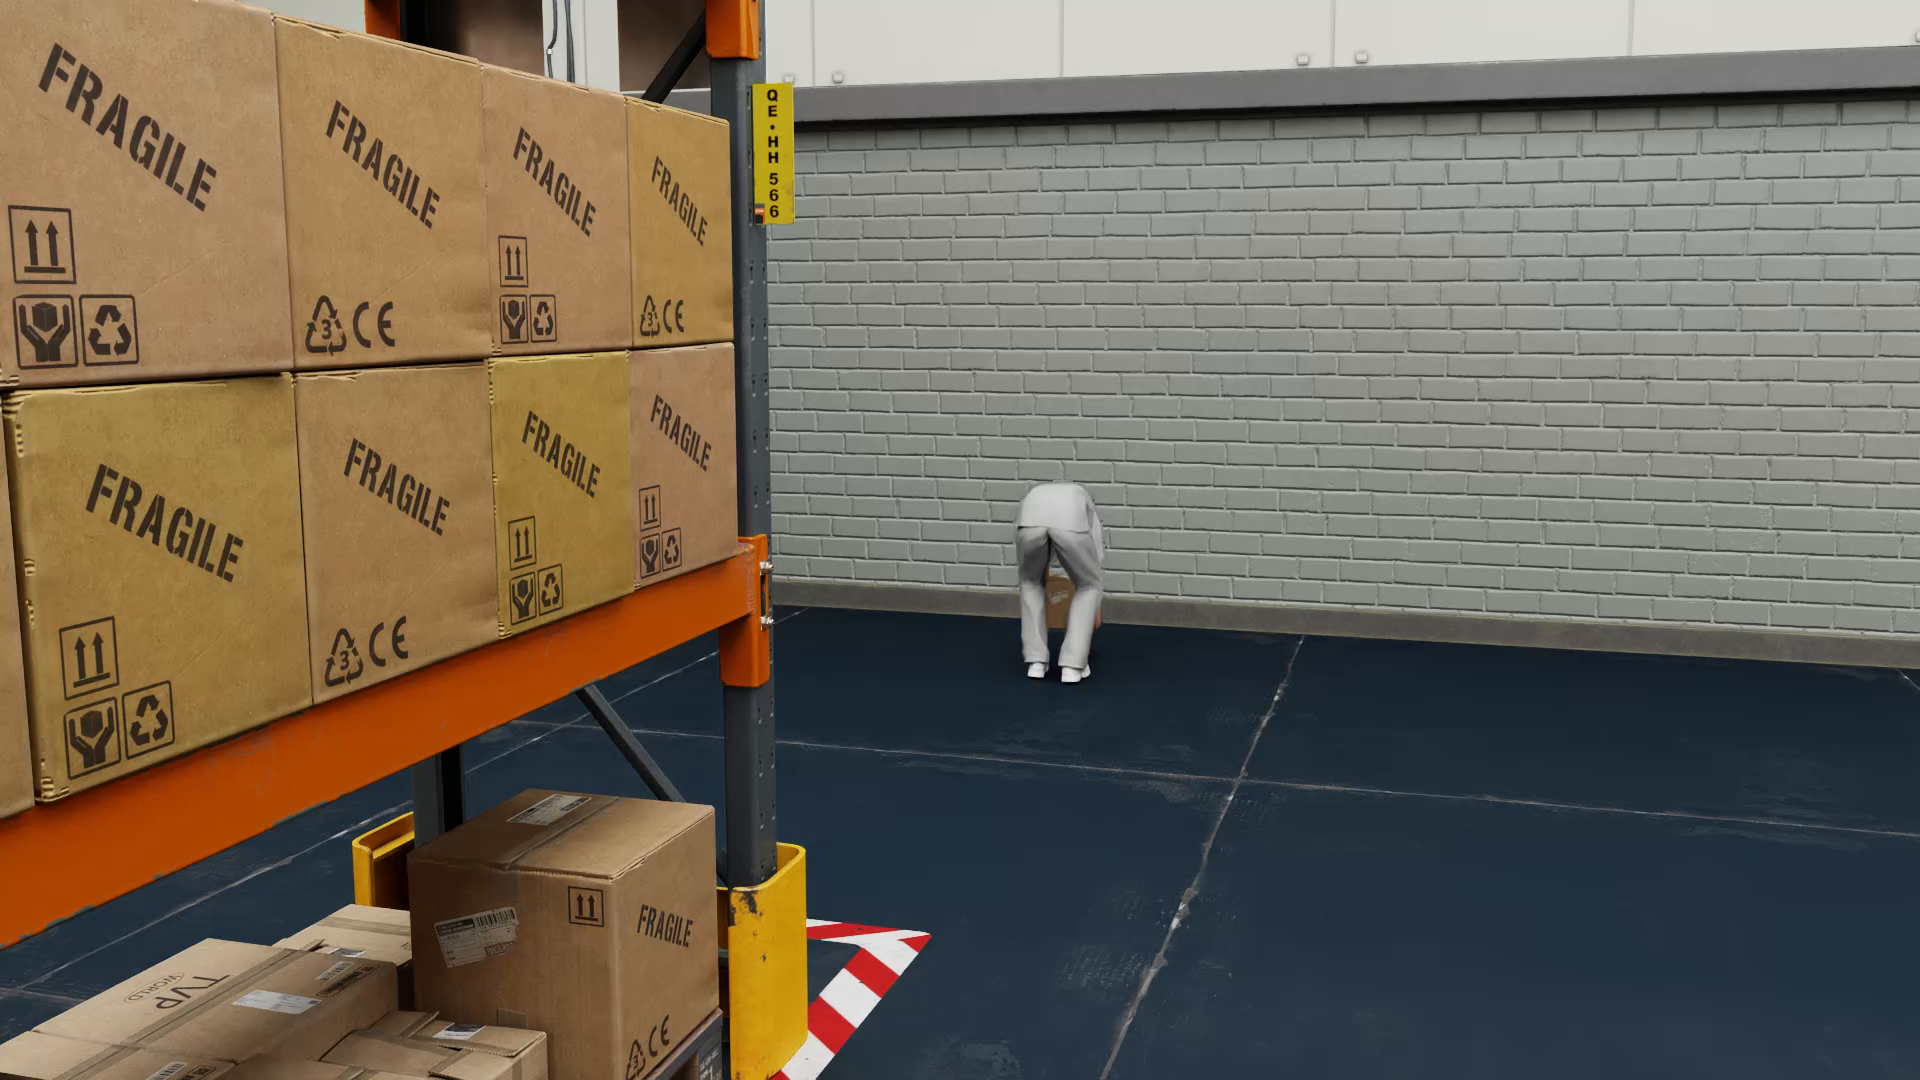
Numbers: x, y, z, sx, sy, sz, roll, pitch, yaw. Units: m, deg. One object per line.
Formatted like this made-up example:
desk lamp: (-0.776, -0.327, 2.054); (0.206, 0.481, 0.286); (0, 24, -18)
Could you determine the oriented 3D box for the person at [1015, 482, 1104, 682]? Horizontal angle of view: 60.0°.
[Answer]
person: (0.525, 0.179, 8.489); (0.438, 0.986, 0.864); (2, 9, 14)
